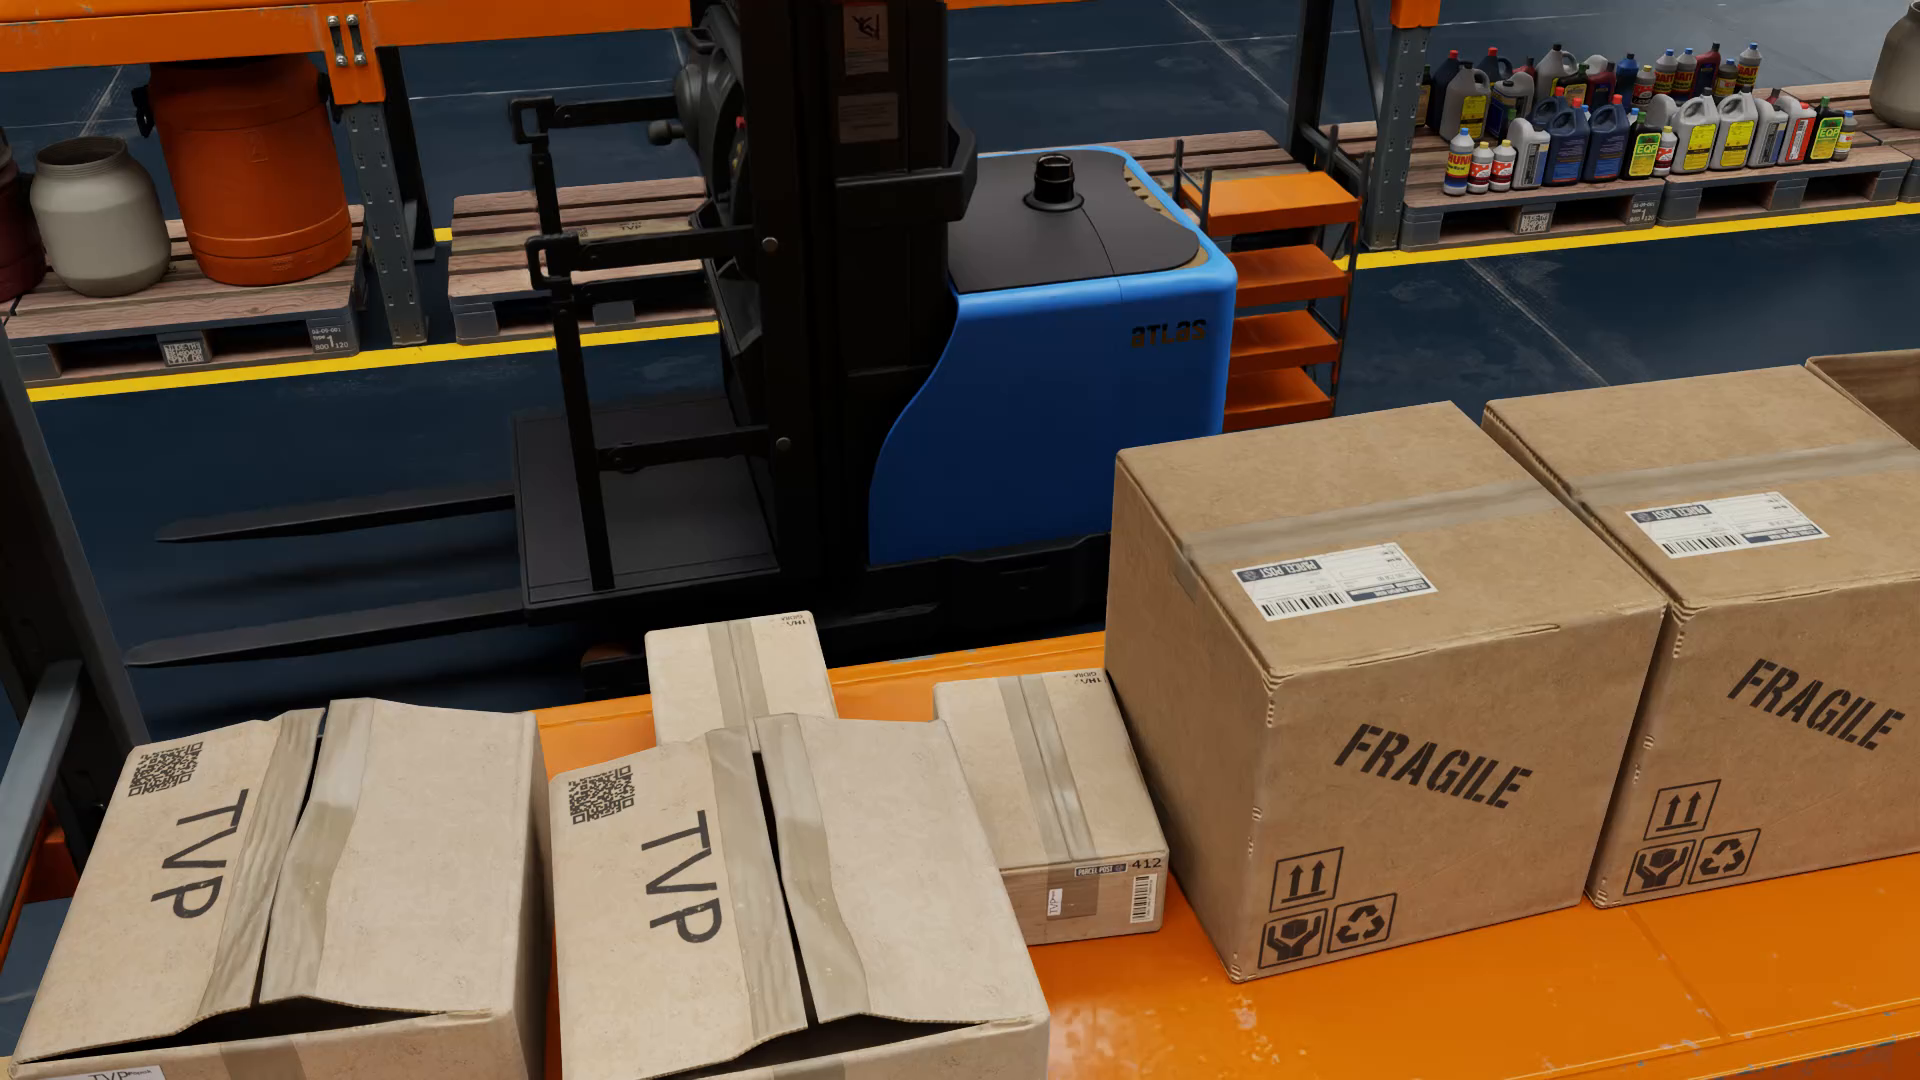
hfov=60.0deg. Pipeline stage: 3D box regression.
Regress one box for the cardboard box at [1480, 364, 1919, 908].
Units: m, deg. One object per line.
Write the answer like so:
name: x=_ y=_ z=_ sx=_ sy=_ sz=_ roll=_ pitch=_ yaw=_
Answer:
cardboard box: x=1.027 y=0.116 z=2.295 sx=0.500 sy=0.500 sz=0.500 roll=-7 pitch=35 yaw=-10

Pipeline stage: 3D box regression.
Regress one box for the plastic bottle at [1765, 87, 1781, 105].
plastic bottle: x=3.624 y=-1.871 z=7.389 sx=0.133 sy=0.283 sz=0.061 roll=-7 pitch=35 yaw=-11

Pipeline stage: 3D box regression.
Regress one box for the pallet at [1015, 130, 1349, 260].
pallet: x=0.935 y=-1.471 z=7.253 sx=1.213 sy=0.211 sz=1.003 roll=-7 pitch=35 yaw=-11

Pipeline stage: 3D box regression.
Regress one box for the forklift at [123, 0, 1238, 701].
forklift: x=-0.816 y=-1.098 z=4.255 sx=3.031 sy=2.935 sz=1.130 roll=-8 pitch=35 yaw=-12

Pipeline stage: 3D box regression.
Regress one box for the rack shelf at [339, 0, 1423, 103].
rack shelf: x=-0.258 y=-2.202 z=6.485 sx=4.000 sy=0.370 sz=1.077 roll=-7 pitch=35 yaw=-11

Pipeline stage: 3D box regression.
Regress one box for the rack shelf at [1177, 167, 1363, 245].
rack shelf: x=0.903 y=-0.963 z=4.903 sx=0.480 sy=0.148 sz=0.258 roll=-8 pitch=35 yaw=-12

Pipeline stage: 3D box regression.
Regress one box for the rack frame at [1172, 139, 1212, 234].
rack frame: x=0.667 y=-0.602 z=5.070 sx=0.015 sy=1.200 sz=0.240 roll=-8 pitch=35 yaw=-12

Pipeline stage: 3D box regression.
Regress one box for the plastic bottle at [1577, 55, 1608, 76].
plastic bottle: x=2.919 y=-2.115 z=7.760 sx=0.135 sy=0.276 sz=0.152 roll=-7 pitch=34 yaw=-10

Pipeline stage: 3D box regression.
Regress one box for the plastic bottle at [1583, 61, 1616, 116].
plastic bottle: x=2.943 y=-2.061 z=7.672 sx=0.133 sy=0.283 sz=0.061 roll=-7 pitch=35 yaw=-11

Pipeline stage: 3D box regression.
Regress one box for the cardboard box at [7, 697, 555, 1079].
cardboard box: x=-0.755 y=0.454 z=1.962 sx=0.500 sy=0.311 sz=0.500 roll=-5 pitch=34 yaw=-8

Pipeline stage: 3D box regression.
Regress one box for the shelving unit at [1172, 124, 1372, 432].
shelving unit: x=0.903 y=-0.636 z=5.122 sx=0.503 sy=1.200 sz=0.258 roll=-8 pitch=35 yaw=-12

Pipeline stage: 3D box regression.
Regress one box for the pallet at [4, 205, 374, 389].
pallet: x=-2.969 y=-0.978 z=6.517 sx=1.213 sy=0.211 sz=1.003 roll=-7 pitch=35 yaw=-11

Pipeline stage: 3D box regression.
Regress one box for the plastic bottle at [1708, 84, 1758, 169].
plastic bottle: x=3.352 y=-1.801 z=7.225 sx=0.185 sy=0.351 sz=0.144 roll=-6 pitch=34 yaw=-9

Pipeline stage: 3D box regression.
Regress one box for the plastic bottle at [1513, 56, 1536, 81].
plastic bottle: x=2.594 y=-2.104 z=7.736 sx=0.133 sy=0.283 sz=0.061 roll=-5 pitch=34 yaw=-7

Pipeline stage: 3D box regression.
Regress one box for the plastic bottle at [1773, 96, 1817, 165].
plastic bottle: x=3.648 y=-1.810 z=7.305 sx=0.135 sy=0.276 sz=0.152 roll=-7 pitch=34 yaw=-10

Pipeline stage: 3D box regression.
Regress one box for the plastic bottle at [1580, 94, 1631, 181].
plastic bottle: x=2.756 y=-1.726 z=7.113 sx=0.185 sy=0.351 sz=0.144 roll=-9 pitch=35 yaw=-13

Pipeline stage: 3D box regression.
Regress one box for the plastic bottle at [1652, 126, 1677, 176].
plastic bottle: x=3.037 y=-1.686 z=7.188 sx=0.097 sy=0.201 sz=0.097 roll=0 pitch=34 yaw=0

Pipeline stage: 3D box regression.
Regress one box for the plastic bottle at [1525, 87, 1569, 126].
plastic bottle: x=2.540 y=-1.782 z=7.195 sx=0.185 sy=0.351 sz=0.144 roll=-7 pitch=35 yaw=-11

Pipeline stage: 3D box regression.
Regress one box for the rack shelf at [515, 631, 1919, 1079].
rack shelf: x=0.831 y=0.490 z=2.473 sx=4.000 sy=0.370 sz=1.077 roll=-7 pitch=35 yaw=-11

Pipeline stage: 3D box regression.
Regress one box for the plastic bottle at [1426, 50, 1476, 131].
plastic bottle: x=2.257 y=-2.065 z=7.618 sx=0.185 sy=0.351 sz=0.144 roll=-8 pitch=35 yaw=-12

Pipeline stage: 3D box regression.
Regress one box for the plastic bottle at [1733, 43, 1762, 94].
plastic bottle: x=3.757 y=-2.235 z=7.942 sx=0.097 sy=0.271 sz=0.097 roll=0 pitch=34 yaw=0

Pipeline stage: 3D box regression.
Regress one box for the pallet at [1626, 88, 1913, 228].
pallet: x=3.549 y=-1.801 z=7.744 sx=1.213 sy=0.211 sz=1.003 roll=-7 pitch=35 yaw=-11

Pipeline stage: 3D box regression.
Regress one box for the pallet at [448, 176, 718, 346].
pallet: x=-1.445 y=-1.171 z=6.806 sx=1.213 sy=0.211 sz=1.003 roll=-7 pitch=35 yaw=-11

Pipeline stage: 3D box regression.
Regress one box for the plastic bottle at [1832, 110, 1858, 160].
plastic bottle: x=3.899 y=-1.795 z=7.350 sx=0.097 sy=0.201 sz=0.097 roll=0 pitch=34 yaw=0

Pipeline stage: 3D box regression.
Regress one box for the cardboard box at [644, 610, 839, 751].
cardboard box: x=-0.303 y=0.281 z=2.365 sx=0.250 sy=0.149 sz=0.380 roll=-7 pitch=35 yaw=-11

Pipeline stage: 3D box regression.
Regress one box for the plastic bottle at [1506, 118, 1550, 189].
plastic bottle: x=2.409 y=-1.654 z=7.072 sx=0.135 sy=0.276 sz=0.152 roll=-6 pitch=34 yaw=-9

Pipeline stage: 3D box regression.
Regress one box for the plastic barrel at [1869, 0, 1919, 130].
plastic barrel: x=4.480 y=-2.196 z=7.686 sx=0.421 sy=0.512 sz=0.421 roll=0 pitch=34 yaw=0

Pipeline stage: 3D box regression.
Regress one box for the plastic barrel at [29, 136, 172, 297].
plastic barrel: x=-3.213 y=-1.209 z=6.215 sx=0.421 sy=0.512 sz=0.421 roll=0 pitch=34 yaw=0

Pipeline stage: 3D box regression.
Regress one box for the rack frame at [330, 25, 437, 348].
rack frame: x=-2.209 y=-2.255 z=5.918 sx=0.127 sy=3.000 sz=1.000 roll=-7 pitch=35 yaw=-11

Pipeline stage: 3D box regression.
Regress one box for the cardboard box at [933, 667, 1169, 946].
cardboard box: x=0.112 y=0.354 z=2.255 sx=0.250 sy=0.149 sz=0.380 roll=-5 pitch=34 yaw=-7

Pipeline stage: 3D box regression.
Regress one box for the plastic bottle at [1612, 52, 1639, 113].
plastic bottle: x=3.127 y=-2.155 z=7.824 sx=0.097 sy=0.271 sz=0.097 roll=0 pitch=34 yaw=0

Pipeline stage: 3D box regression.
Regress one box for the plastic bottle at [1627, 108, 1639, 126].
plastic bottle: x=2.891 y=-1.732 z=7.192 sx=0.097 sy=0.271 sz=0.097 roll=0 pitch=34 yaw=0

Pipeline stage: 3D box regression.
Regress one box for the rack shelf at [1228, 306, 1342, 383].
rack shelf: x=0.903 y=-0.581 z=5.159 sx=0.480 sy=0.148 sz=0.258 roll=-8 pitch=35 yaw=-12

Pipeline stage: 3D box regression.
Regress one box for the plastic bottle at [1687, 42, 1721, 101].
plastic bottle: x=3.532 y=-2.222 z=7.912 sx=0.133 sy=0.283 sz=0.061 roll=-7 pitch=34 yaw=-10

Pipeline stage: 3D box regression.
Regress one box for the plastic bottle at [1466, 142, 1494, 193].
plastic bottle: x=2.199 y=-1.581 z=7.030 sx=0.097 sy=0.201 sz=0.097 roll=0 pitch=34 yaw=0

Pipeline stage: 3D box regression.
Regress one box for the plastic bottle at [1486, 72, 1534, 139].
plastic bottle: x=2.502 y=-1.980 z=7.559 sx=0.135 sy=0.276 sz=0.152 roll=-7 pitch=35 yaw=-11

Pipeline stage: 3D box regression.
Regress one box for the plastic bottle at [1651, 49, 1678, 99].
plastic bottle: x=3.325 y=-2.180 z=7.861 sx=0.097 sy=0.271 sz=0.097 roll=0 pitch=34 yaw=0
